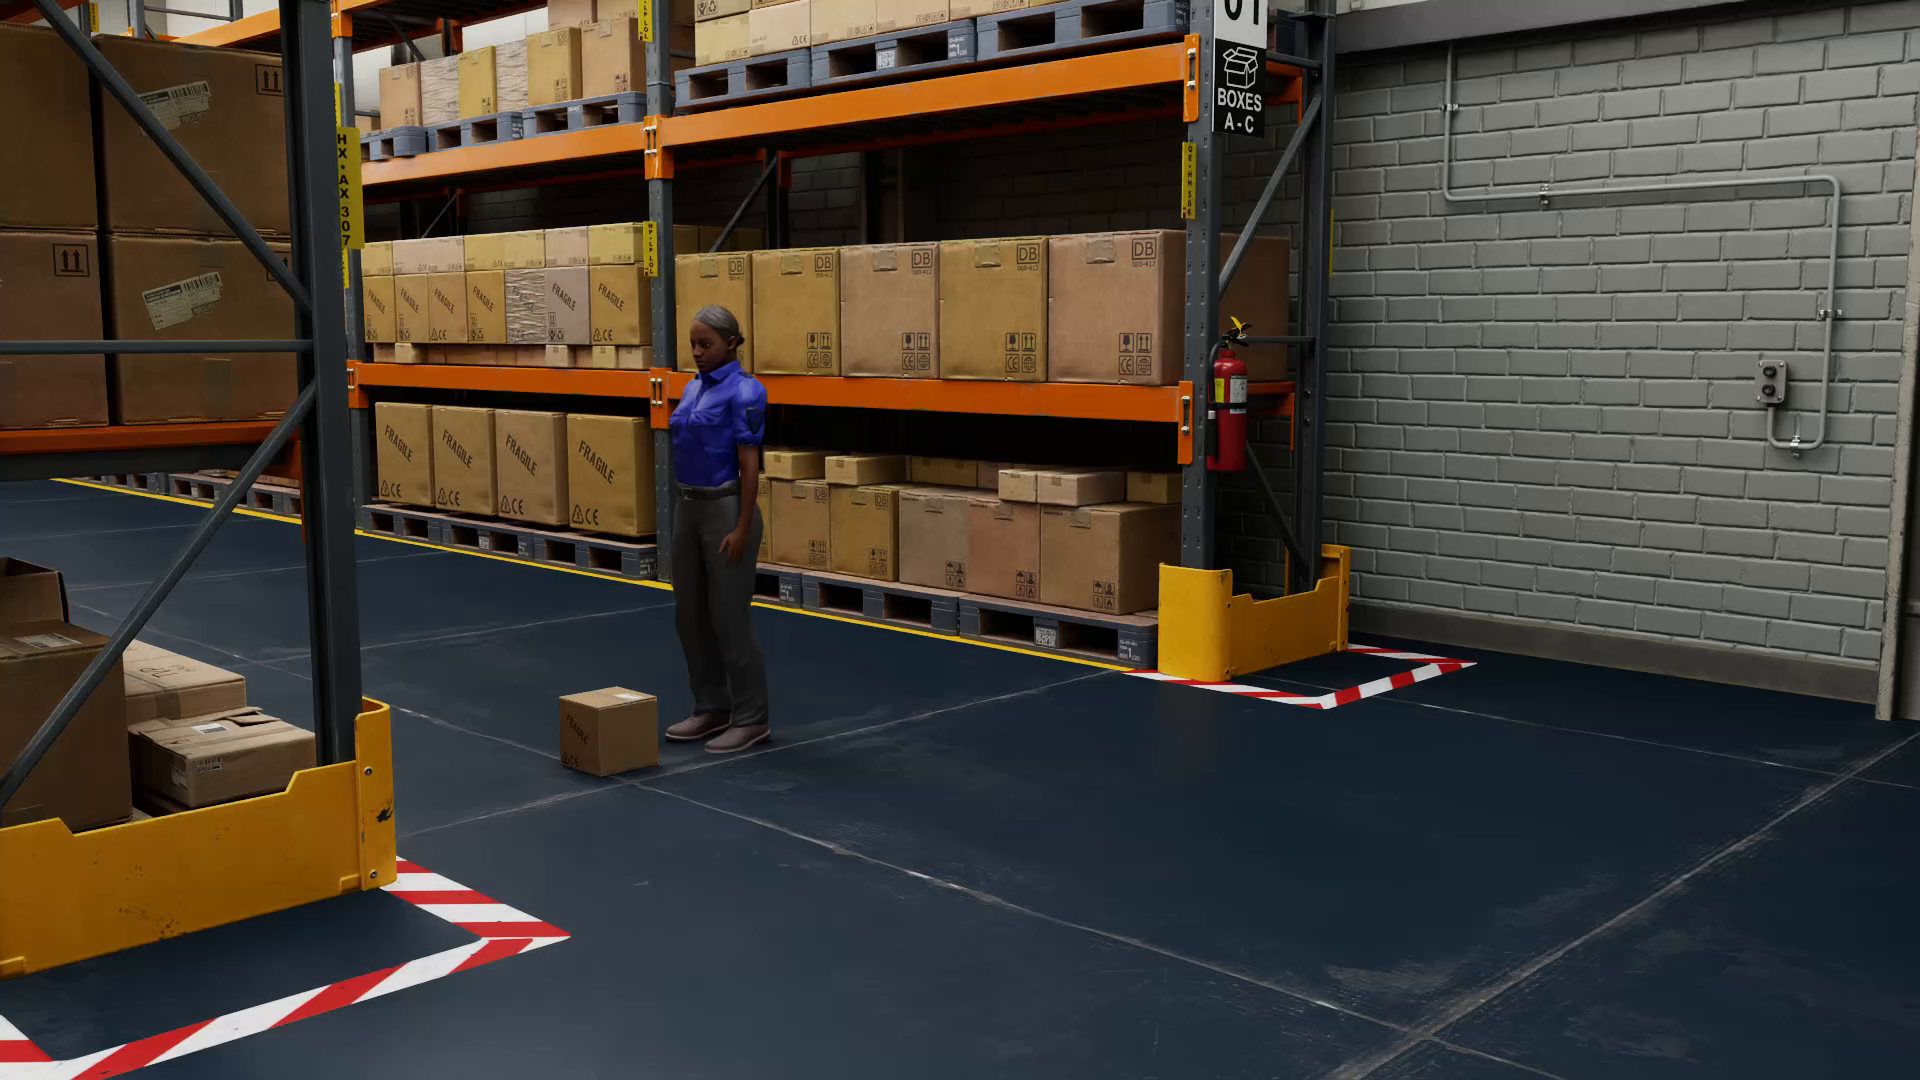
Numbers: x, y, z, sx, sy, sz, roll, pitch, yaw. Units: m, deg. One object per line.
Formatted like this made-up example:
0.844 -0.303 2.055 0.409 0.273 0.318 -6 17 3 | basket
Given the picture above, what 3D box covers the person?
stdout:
-0.906 -0.045 6.221 0.438 1.664 0.301 7 10 44 | person
